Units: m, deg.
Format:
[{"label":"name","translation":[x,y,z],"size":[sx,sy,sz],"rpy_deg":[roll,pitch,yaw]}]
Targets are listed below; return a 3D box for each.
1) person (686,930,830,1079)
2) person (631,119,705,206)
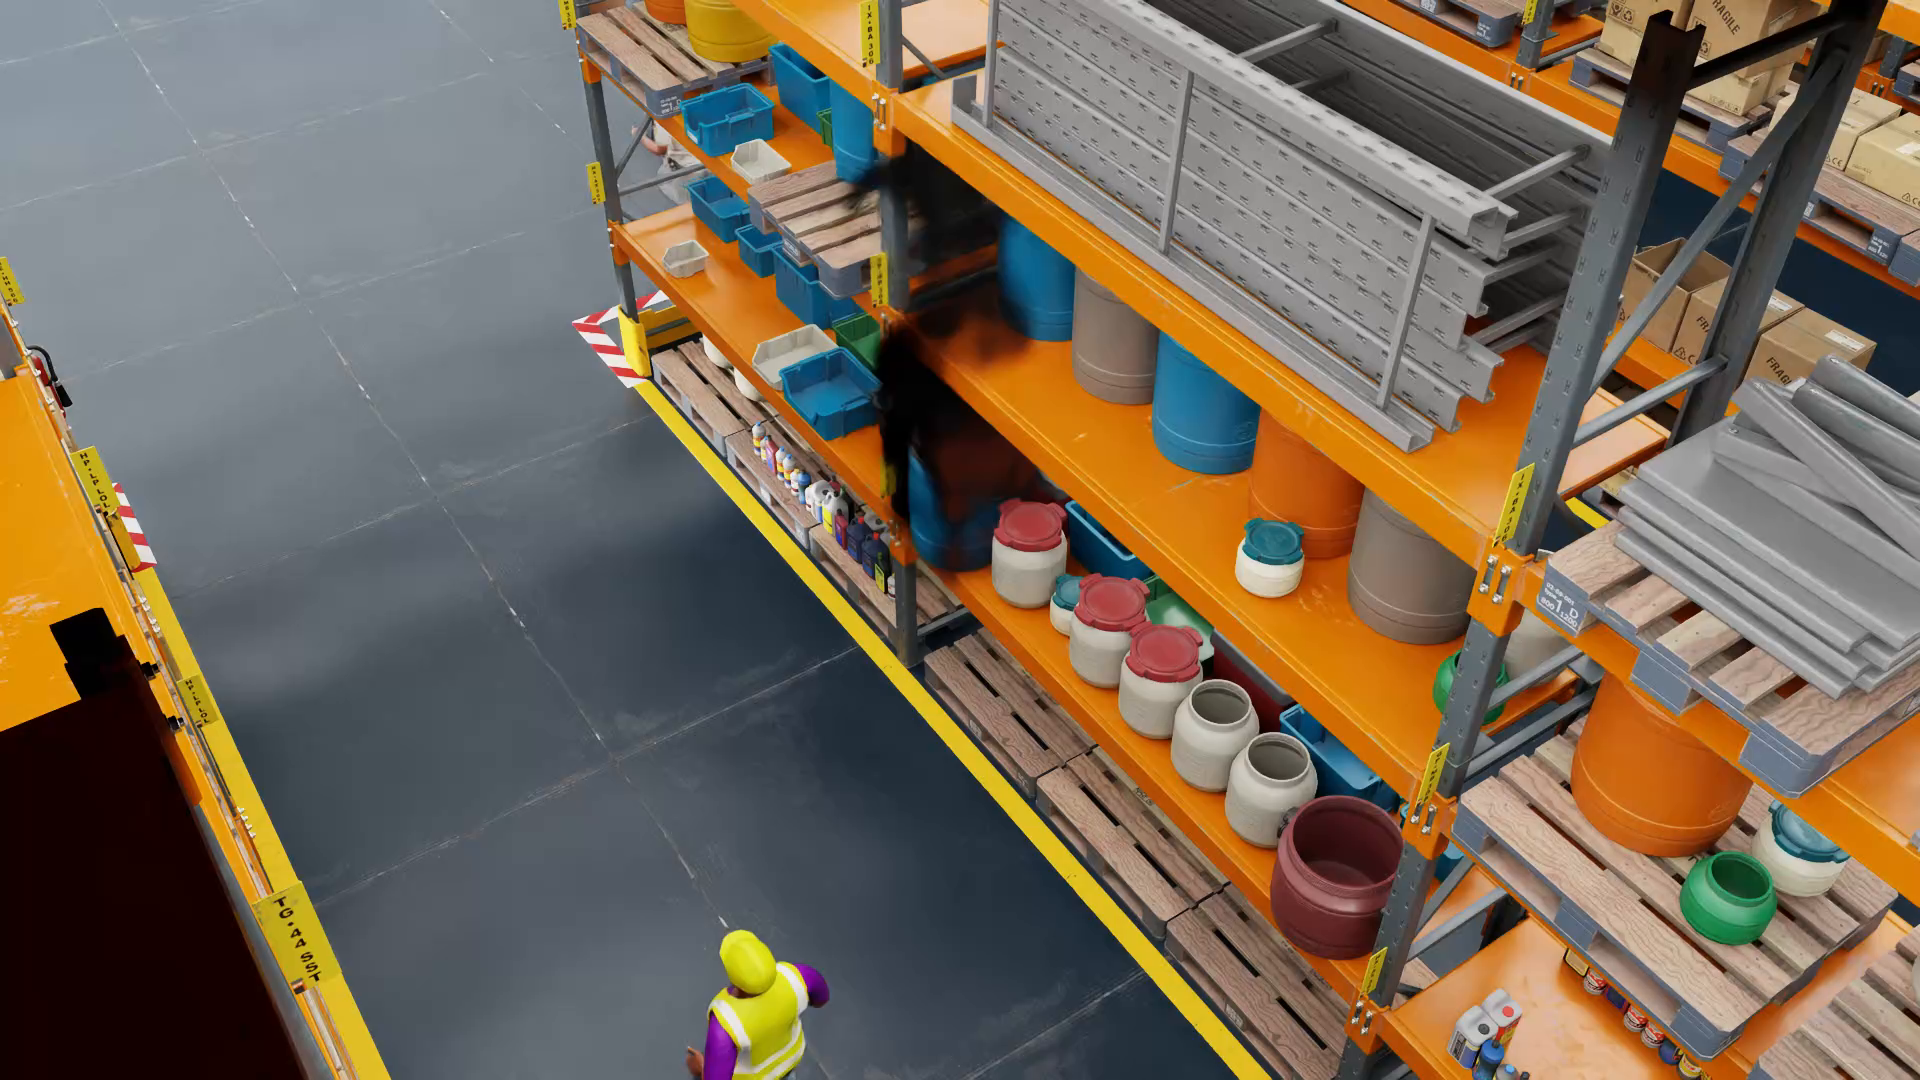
[{"label":"person","translation":[-0.913,2.342,7.563],"size":[0.714,1.747,0.735],"rpy_deg":[-29,50,-28]},{"label":"person","translation":[-2.346,-3.214,13.955],"size":[0.767,1.730,0.702],"rpy_deg":[10,44,10]}]
